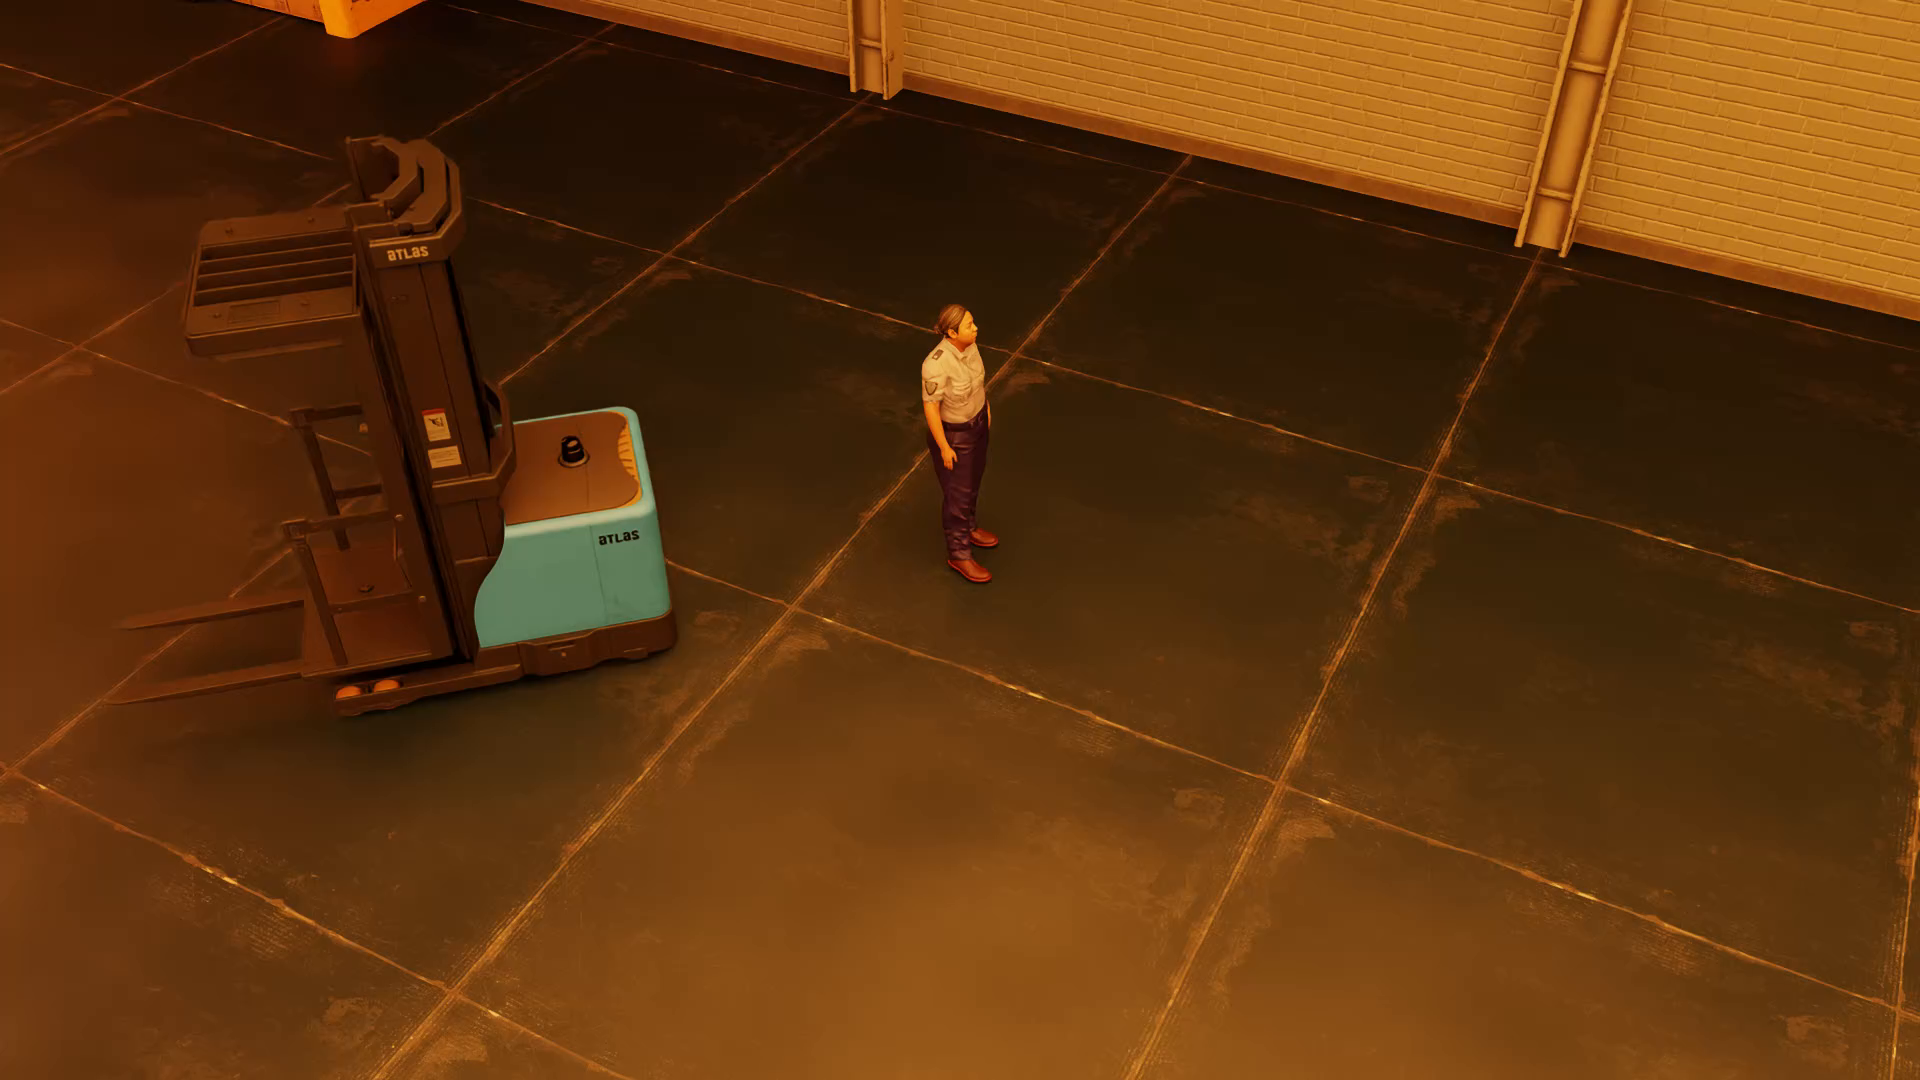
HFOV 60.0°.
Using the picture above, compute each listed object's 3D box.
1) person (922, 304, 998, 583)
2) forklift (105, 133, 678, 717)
[{"bbox_3d":[0.069,-0.597,9.679,0.503,1.651,0.598,18,43,21],"label":"person"},{"bbox_3d":[-3.186,-0.534,8.621,3.031,2.935,1.130,-10,41,-11],"label":"forklift"}]
